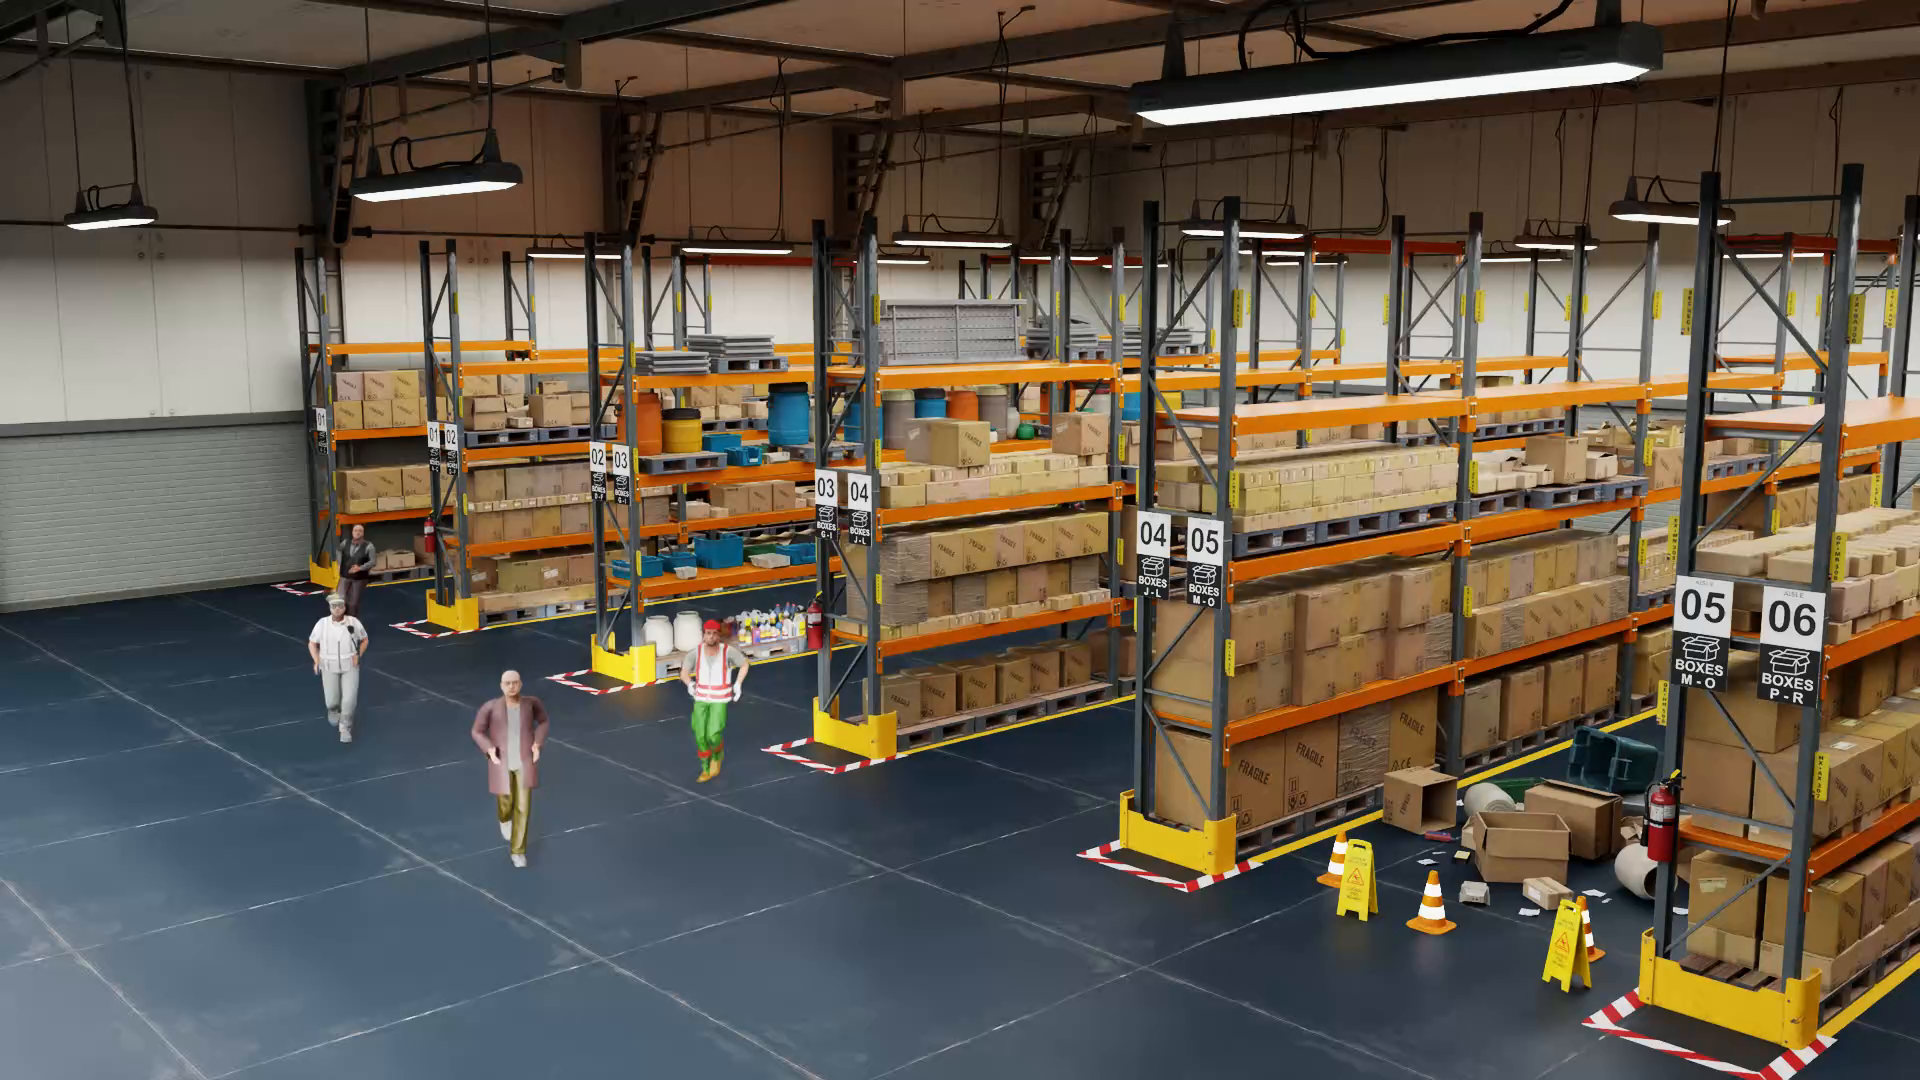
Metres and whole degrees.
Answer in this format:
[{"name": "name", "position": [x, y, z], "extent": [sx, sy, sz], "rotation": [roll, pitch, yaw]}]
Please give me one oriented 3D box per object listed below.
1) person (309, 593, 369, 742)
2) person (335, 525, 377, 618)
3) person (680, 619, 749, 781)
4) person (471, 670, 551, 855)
[{"name": "person", "position": [-7.246, 1.473, 19.453], "extent": [0.664, 1.742, 0.602], "rotation": [-3, 9, -21]}, {"name": "person", "position": [-9.306, 0.600, 25.598], "extent": [0.687, 1.687, 0.576], "rotation": [-1, 8, -5]}, {"name": "person", "position": [-2.643, 1.721, 17.674], "extent": [0.684, 1.762, 0.620], "rotation": [1, 8, 6]}, {"name": "person", "position": [-4.118, 2.017, 15.318], "extent": [0.720, 1.679, 0.733], "rotation": [-3, 9, -20]}]
